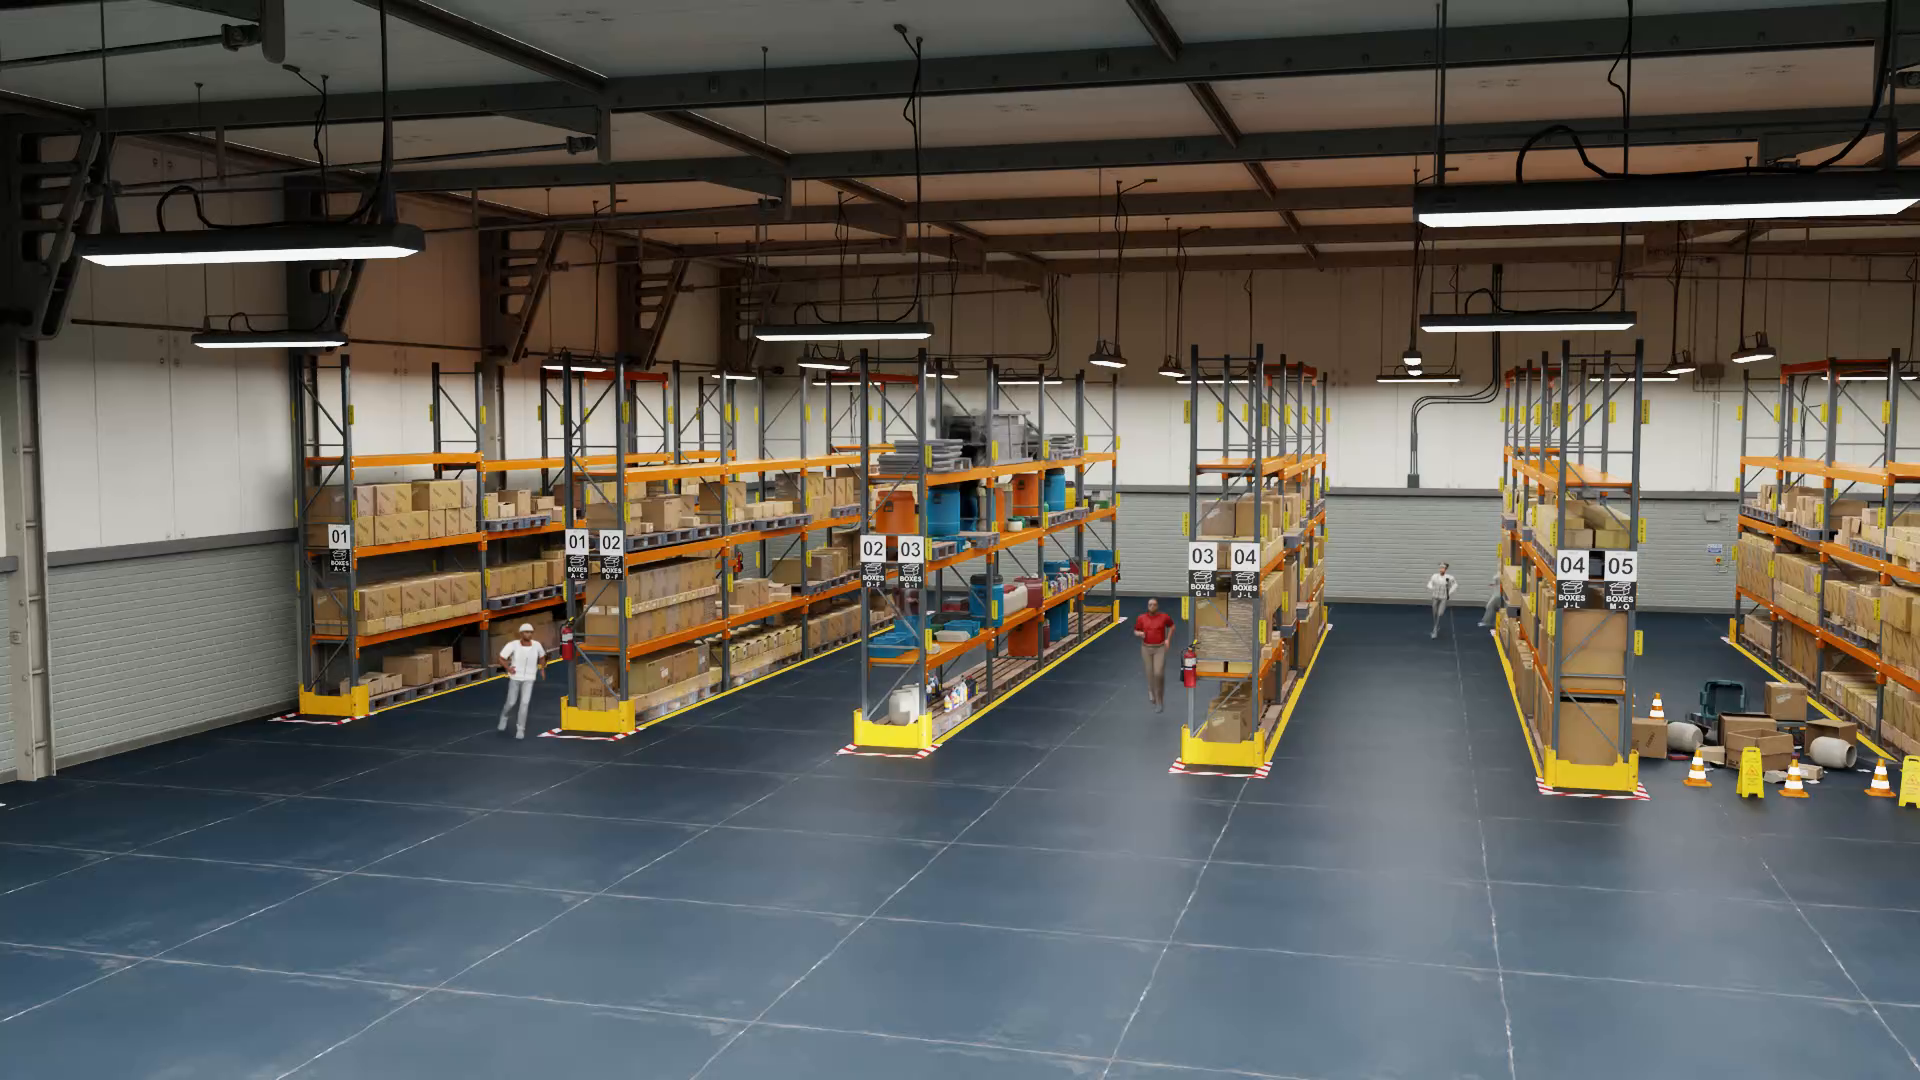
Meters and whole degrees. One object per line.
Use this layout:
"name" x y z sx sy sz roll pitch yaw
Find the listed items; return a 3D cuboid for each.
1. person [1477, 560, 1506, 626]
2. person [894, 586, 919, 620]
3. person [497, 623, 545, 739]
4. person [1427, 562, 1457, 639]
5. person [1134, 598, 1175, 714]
"person" 12.674 1.251 39.312 0.861 1.613 0.734 2 5 30
"person" -1.052 1.563 34.120 0.669 1.846 0.828 0 4 4
"person" -6.818 2.175 25.972 0.762 1.731 0.971 -2 5 -24
"person" 10.860 1.347 37.525 0.622 1.726 0.829 2 5 30
"person" 3.138 1.873 26.998 0.638 1.856 0.747 1 4 15
